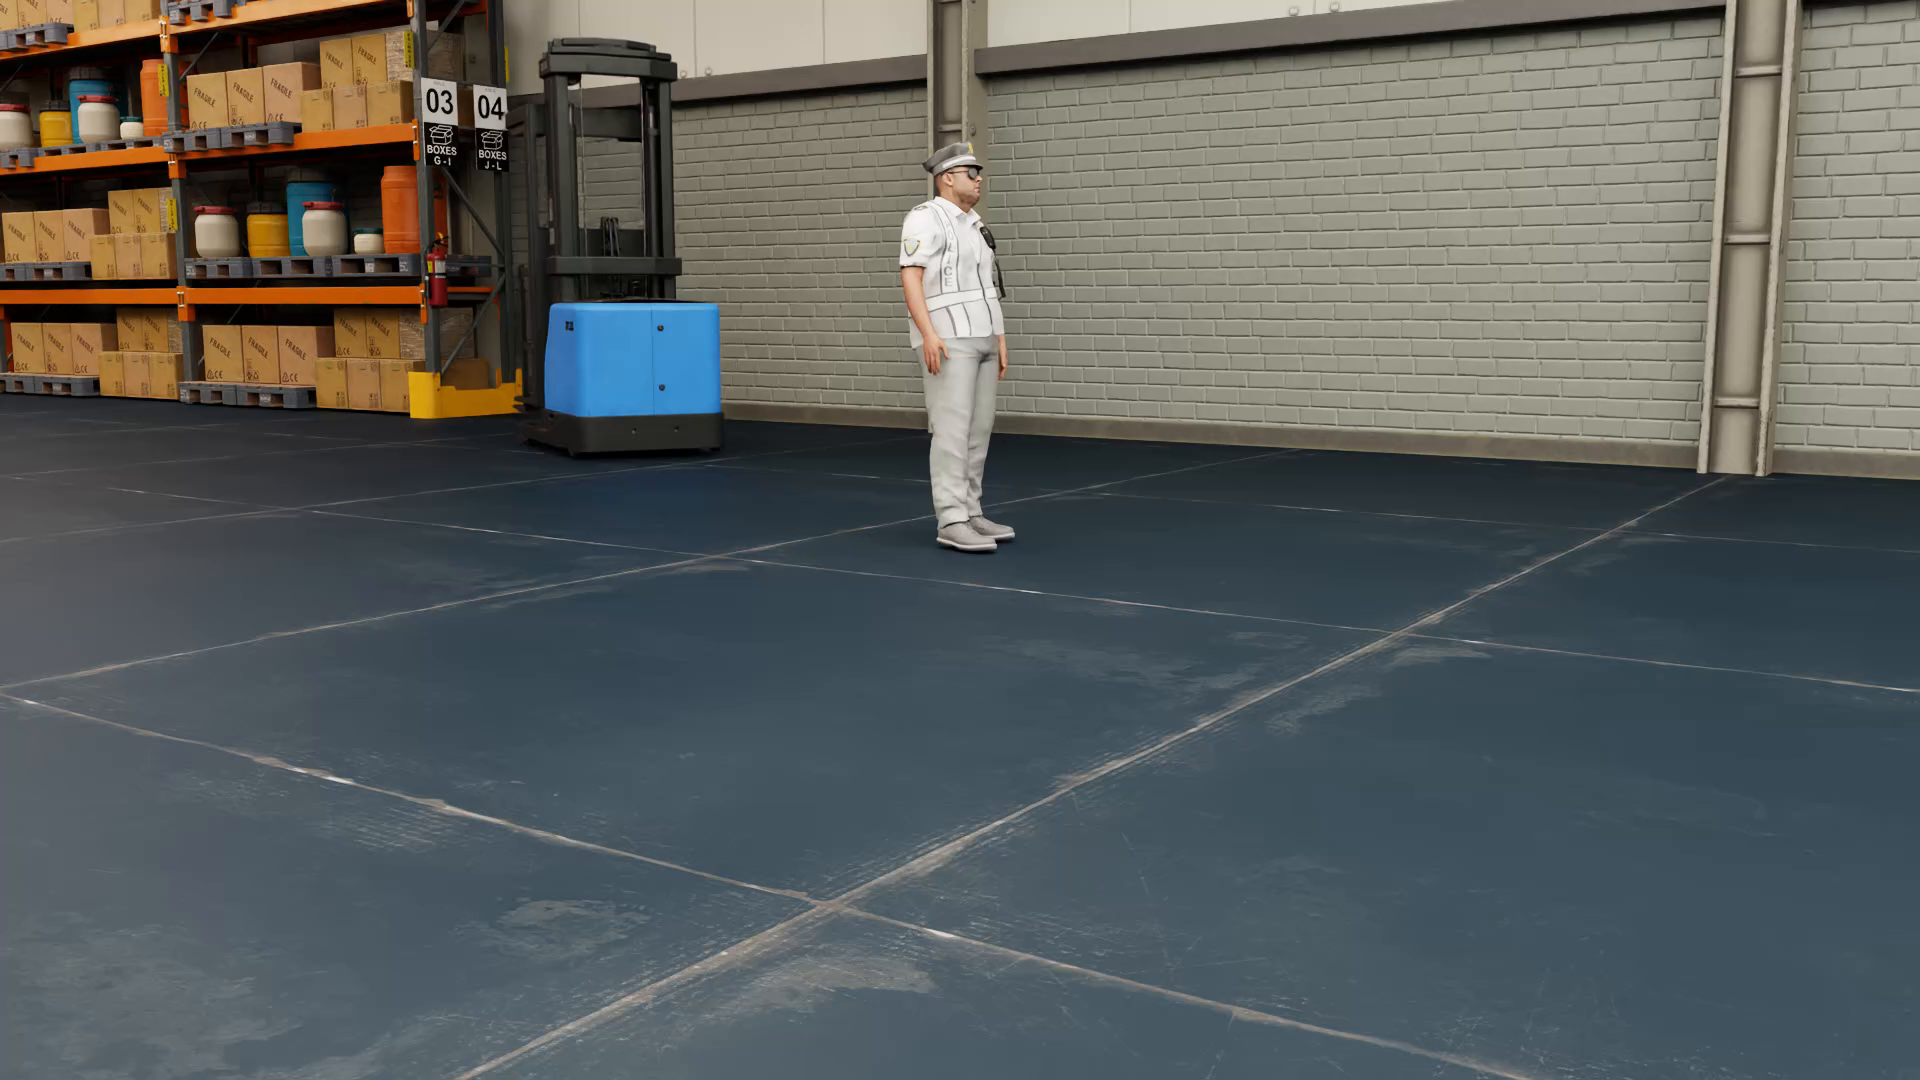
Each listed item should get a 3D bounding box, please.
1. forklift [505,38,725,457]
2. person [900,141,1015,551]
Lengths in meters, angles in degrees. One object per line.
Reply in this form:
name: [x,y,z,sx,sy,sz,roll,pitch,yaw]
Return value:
forklift: [-2.774,-2.191,12.603,1.130,2.935,3.031,-4,9,-26]
person: [0.057,-0.882,7.424,0.575,1.781,0.640,5,10,34]
